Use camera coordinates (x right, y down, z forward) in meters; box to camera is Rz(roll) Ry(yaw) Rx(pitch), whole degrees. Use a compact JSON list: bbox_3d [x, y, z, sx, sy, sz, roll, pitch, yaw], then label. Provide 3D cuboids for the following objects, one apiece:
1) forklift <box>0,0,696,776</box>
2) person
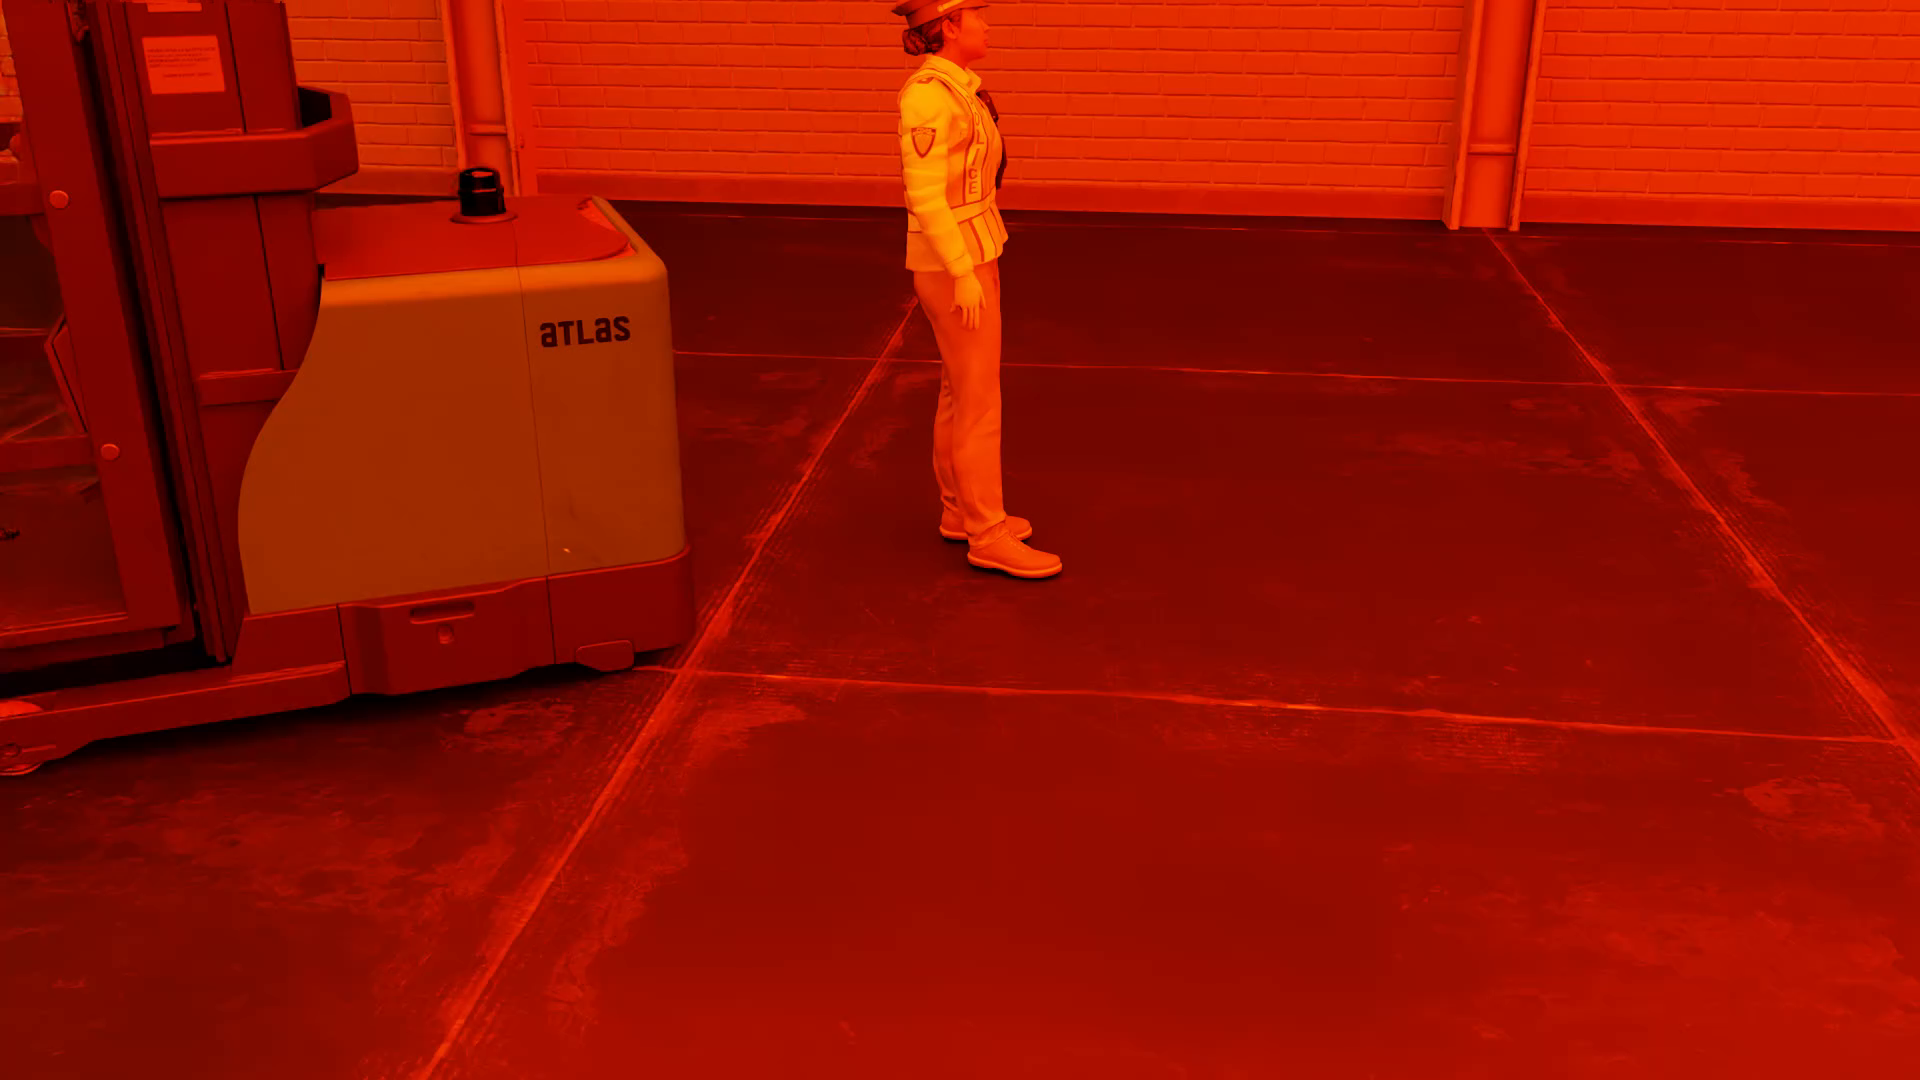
[{"bbox_3d":[-2.268,-1.015,3.773,3.031,2.935,1.130,-8,23,-19],"label":"forklift"},{"bbox_3d":[0.067,-0.787,4.843,0.530,1.694,0.587,3,22,7],"label":"person"}]
